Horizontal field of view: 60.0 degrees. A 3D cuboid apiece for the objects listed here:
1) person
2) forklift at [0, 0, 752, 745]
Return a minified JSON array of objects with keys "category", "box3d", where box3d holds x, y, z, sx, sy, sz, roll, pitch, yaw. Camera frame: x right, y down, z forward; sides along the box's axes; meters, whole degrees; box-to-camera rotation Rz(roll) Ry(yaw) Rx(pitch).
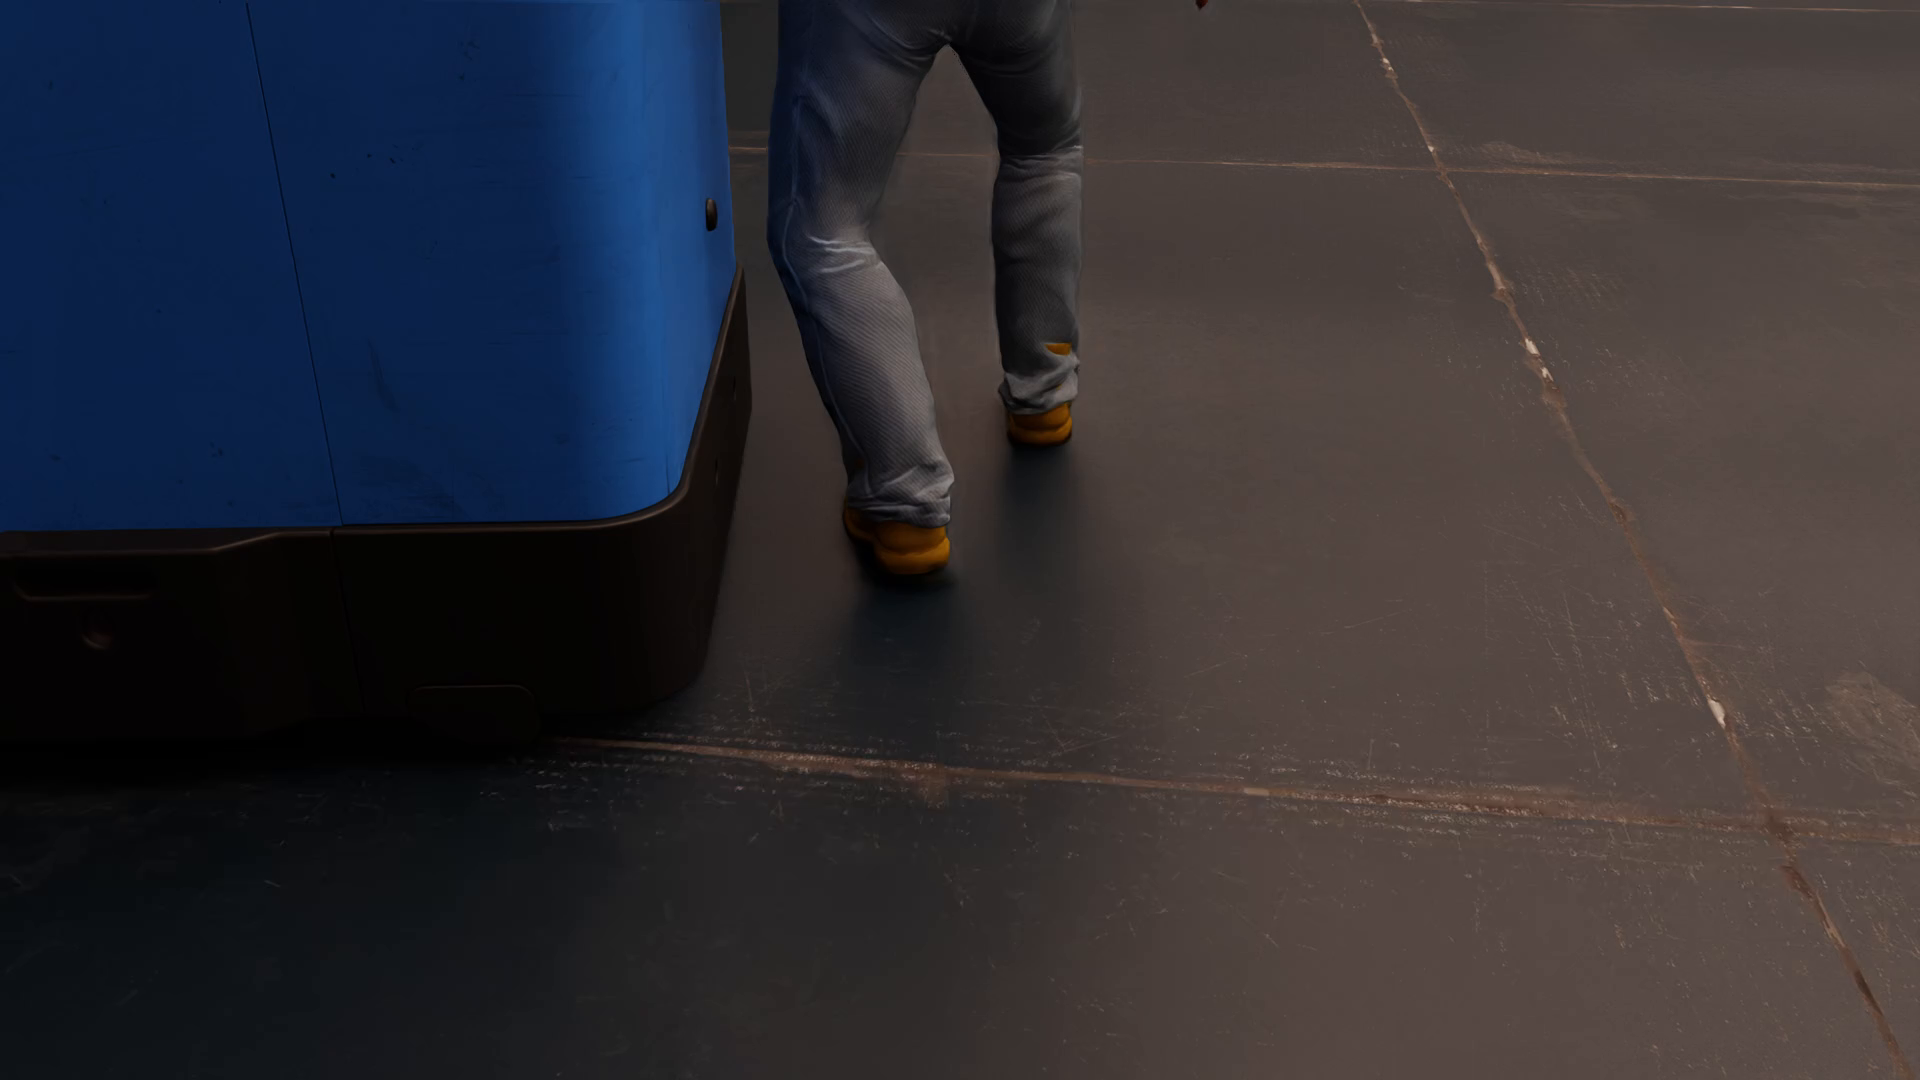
[{"category":"person","box3d":[0.021,-0.888,2.436,0.799,1.651,0.868,-12,29,-23]},{"category":"forklift","box3d":[-1.845,-1.254,1.731,3.031,2.935,1.130,-1,27,-2]}]
